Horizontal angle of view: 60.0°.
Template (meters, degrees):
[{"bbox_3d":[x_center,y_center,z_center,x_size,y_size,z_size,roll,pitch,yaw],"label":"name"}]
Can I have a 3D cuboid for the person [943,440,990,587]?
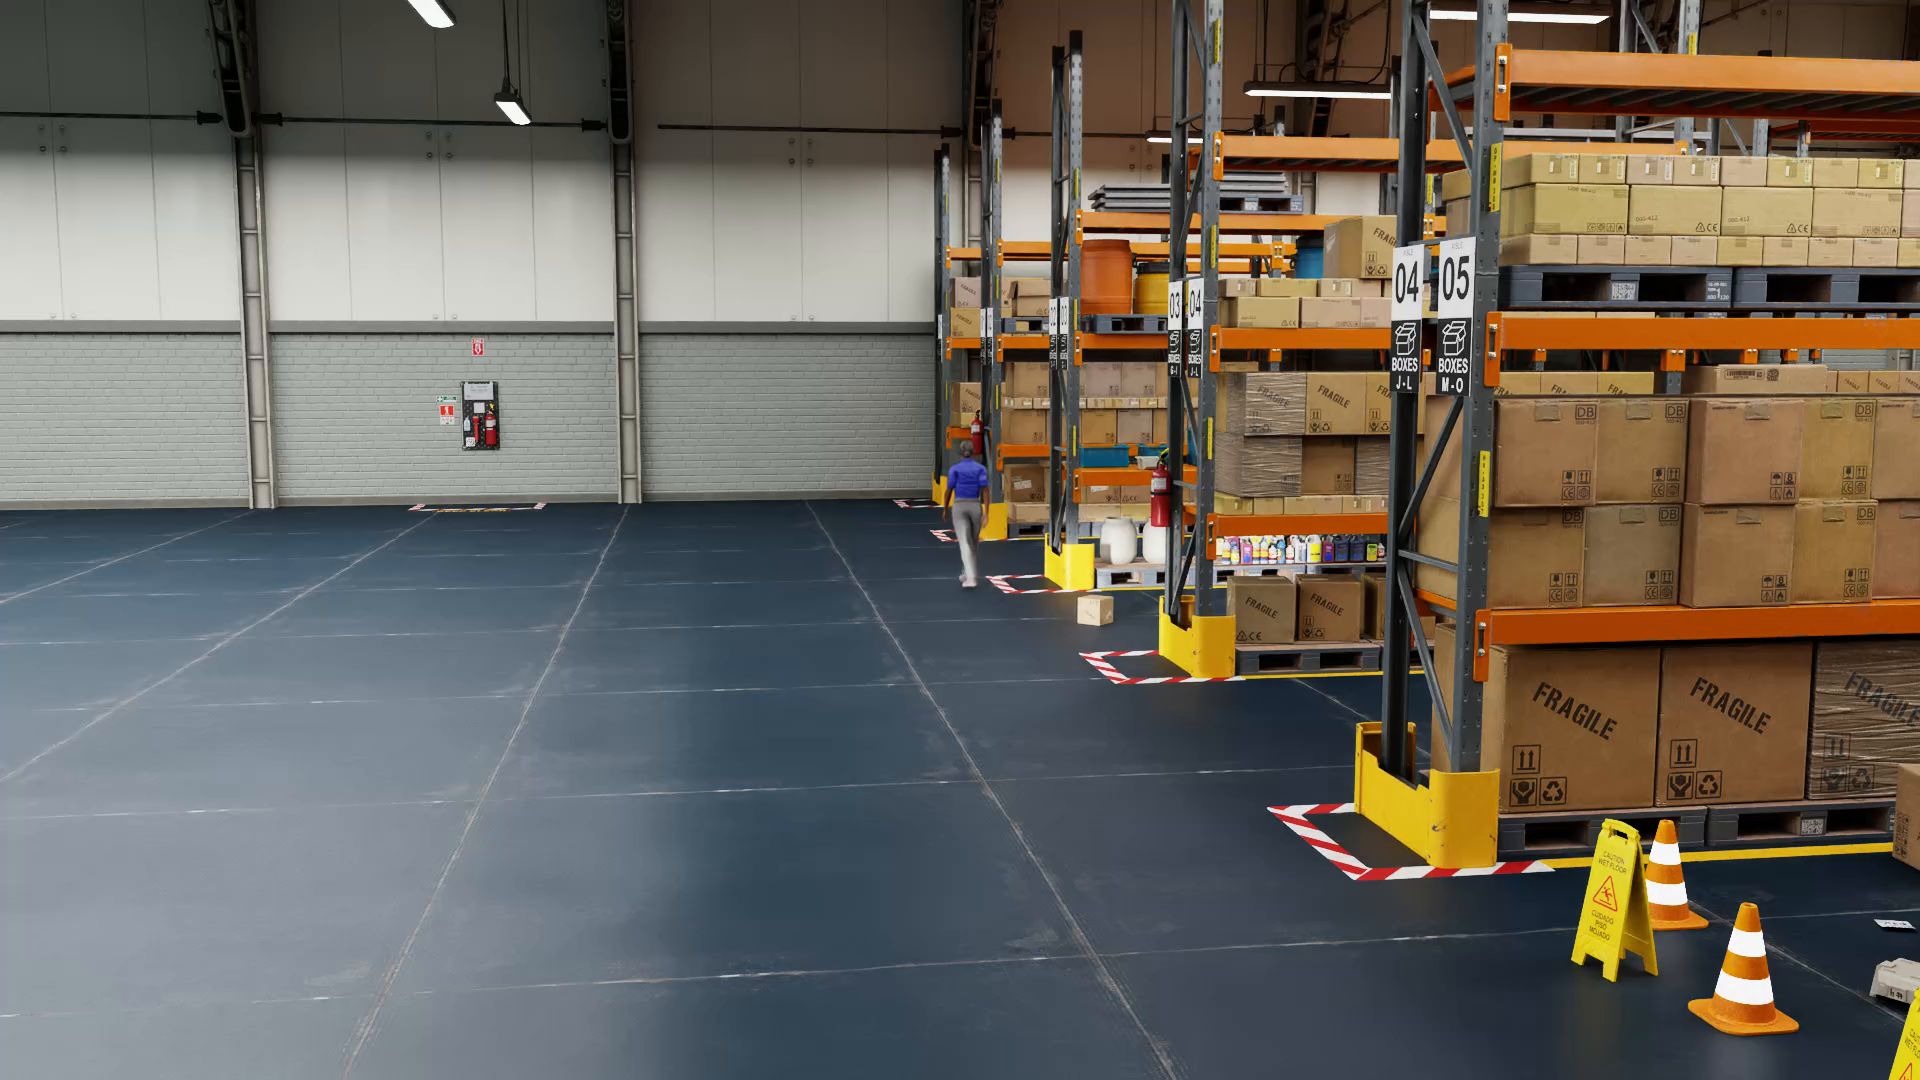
[{"bbox_3d":[0.057,-0.307,18.504,0.467,1.615,0.964,-2,7,-15],"label":"person"}]
